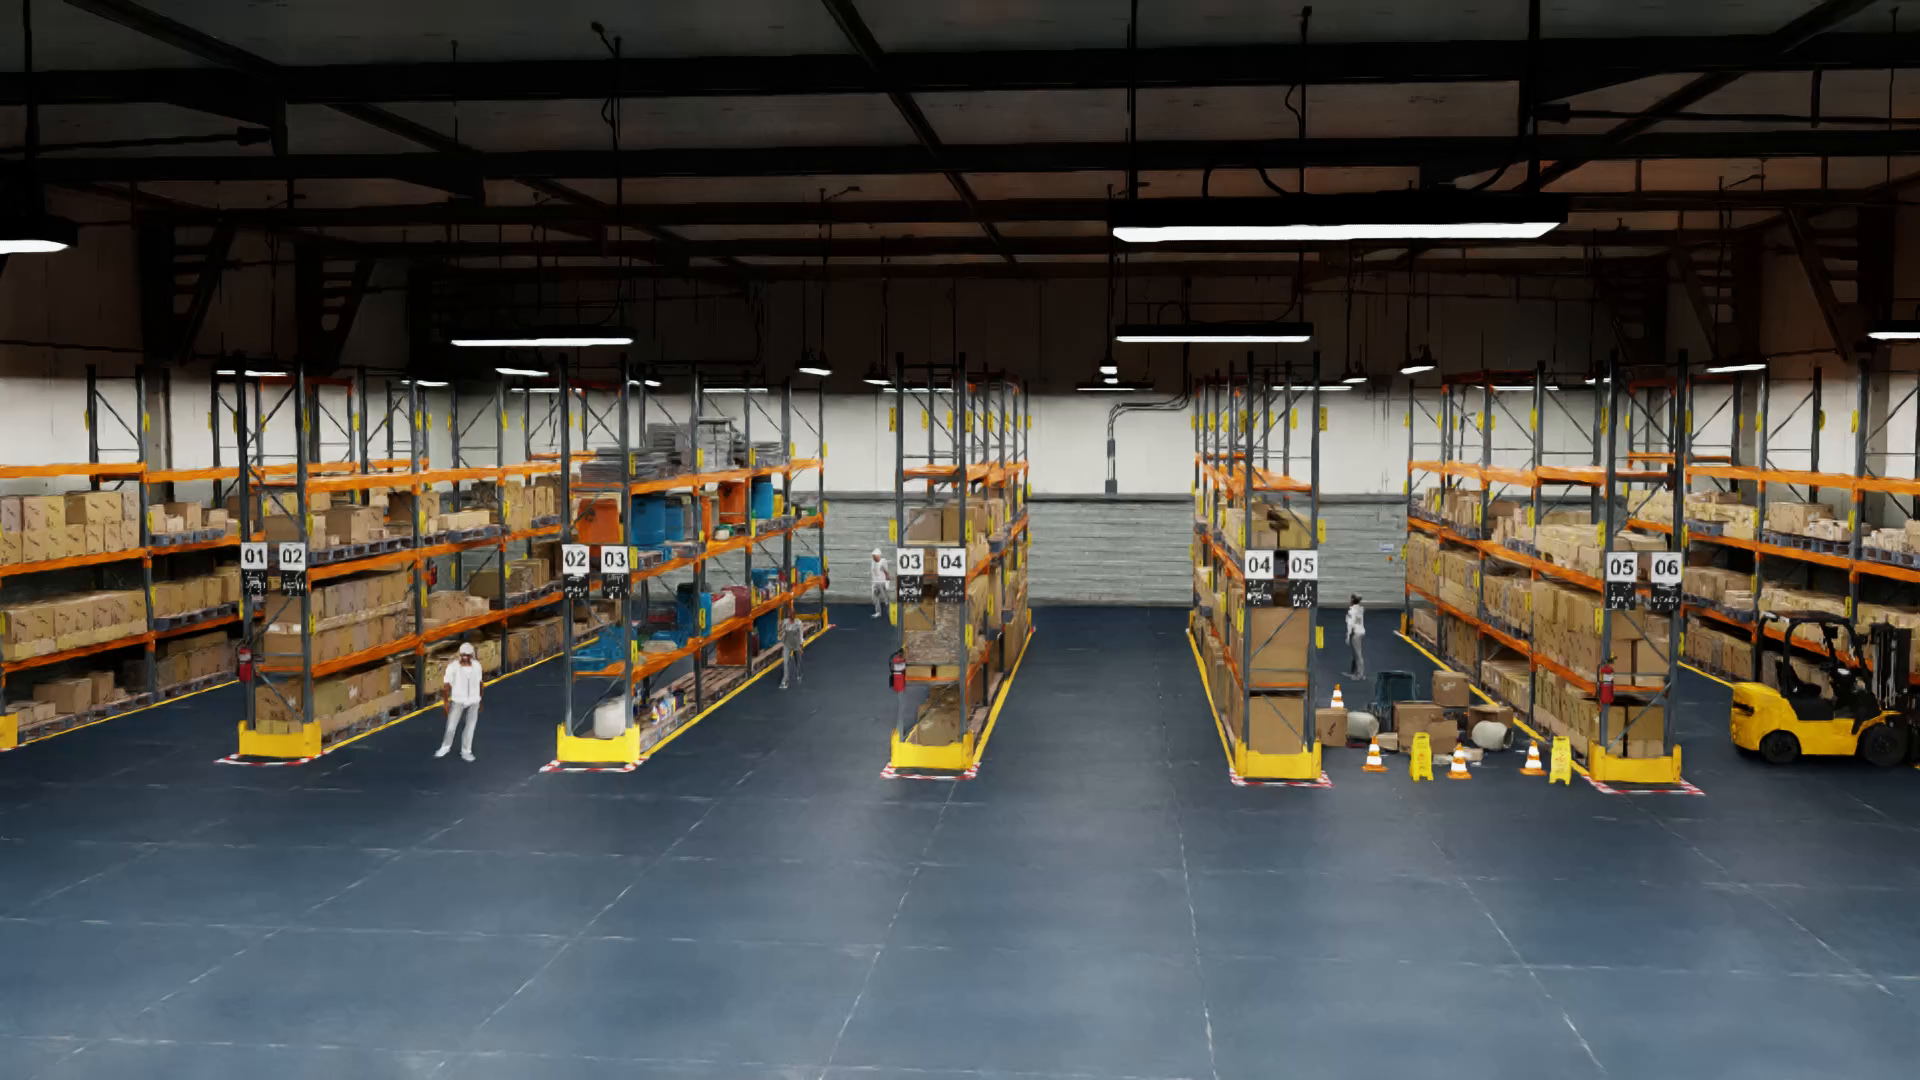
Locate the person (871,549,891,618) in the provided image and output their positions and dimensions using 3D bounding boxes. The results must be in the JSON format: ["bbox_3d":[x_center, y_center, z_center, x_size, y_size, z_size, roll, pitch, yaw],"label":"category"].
[{"bbox_3d":[-2.008,1.099,42.579,0.591,1.772,0.576,4,5,41],"label":"person"}]

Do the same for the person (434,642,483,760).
[{"bbox_3d":[-7.388,2.375,24.519,0.718,1.757,0.527,-3,5,-34],"label":"person"}]

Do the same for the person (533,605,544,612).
[{"bbox_3d":[-10.837,1.223,42.465,0.566,1.541,0.519,0,4,3],"label":"person"}]

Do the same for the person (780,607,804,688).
[{"bbox_3d":[-3.146,2.002,31.356,0.415,1.517,1.041,0,4,3],"label":"person"}]

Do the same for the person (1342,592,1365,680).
[{"bbox_3d":[7.672,1.857,32.369,0.538,1.663,0.573,3,5,34],"label":"person"}]
